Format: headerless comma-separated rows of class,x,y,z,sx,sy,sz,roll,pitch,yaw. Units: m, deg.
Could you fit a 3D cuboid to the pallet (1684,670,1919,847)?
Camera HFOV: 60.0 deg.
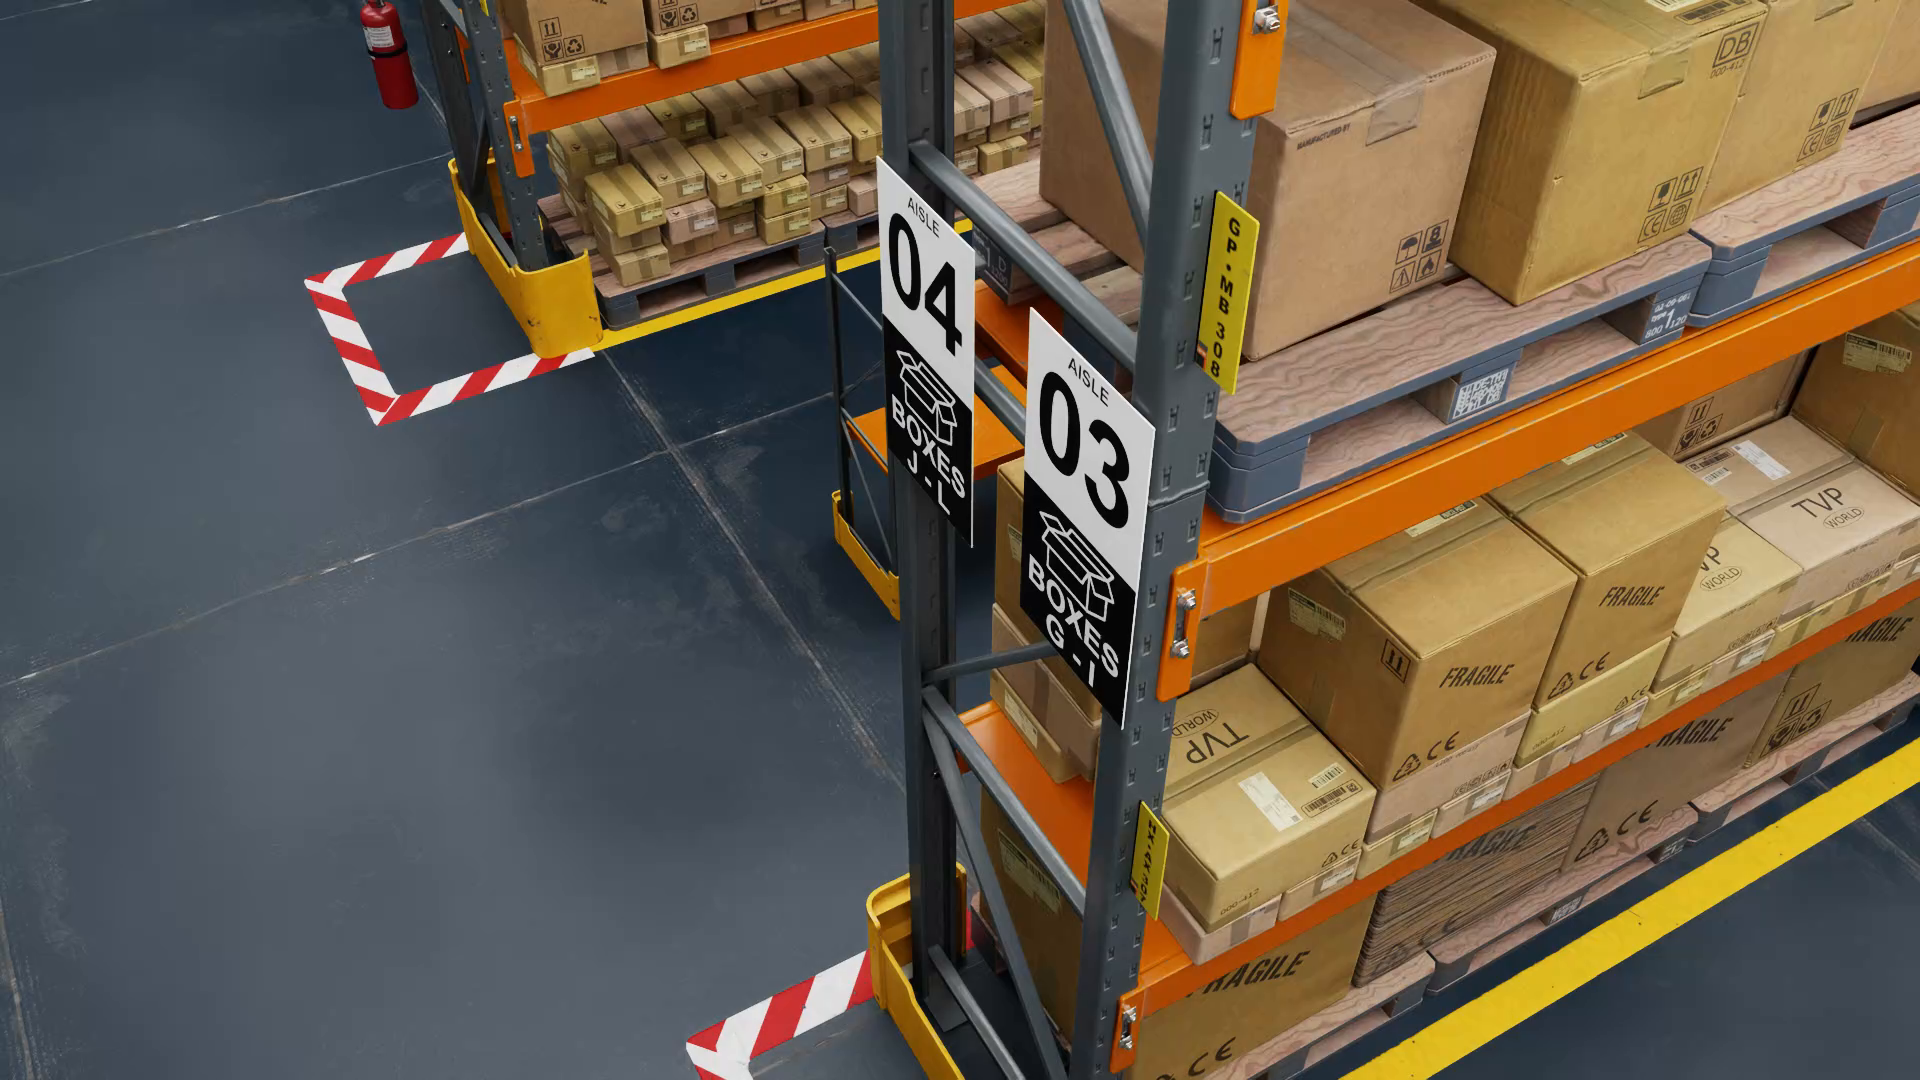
pallet,2.910,0.534,6.478,1.213,0.211,1.003,-22,48,-21

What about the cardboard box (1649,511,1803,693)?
cardboard box,2.026,0.107,4.809,0.500,0.250,0.500,-23,49,-22

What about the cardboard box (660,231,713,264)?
cardboard box,-1.443,-1.582,8.401,0.250,0.149,0.380,-22,48,-21

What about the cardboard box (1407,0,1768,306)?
cardboard box,1.113,-0.929,3.384,0.500,0.500,0.700,-24,49,-22

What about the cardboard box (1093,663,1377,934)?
cardboard box,0.691,0.648,4.252,0.500,0.250,0.500,-23,49,-22

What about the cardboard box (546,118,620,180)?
cardboard box,-1.910,-2.003,8.408,0.250,0.149,0.380,-21,48,-20

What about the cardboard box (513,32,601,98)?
cardboard box,-1.799,-2.150,7.421,0.250,0.149,0.380,-22,48,-21

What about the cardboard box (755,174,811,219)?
cardboard box,-0.950,-1.809,8.422,0.250,0.149,0.380,-20,48,-20

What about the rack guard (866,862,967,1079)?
rack guard,0.120,1.610,5.161,0.348,0.500,1.175,-22,48,-21

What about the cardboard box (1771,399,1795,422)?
cardboard box,2.637,-0.562,5.499,0.500,0.250,0.500,-22,48,-21

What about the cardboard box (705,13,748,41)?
cardboard box,-1.182,-2.497,7.779,0.250,0.149,0.380,-20,47,-19

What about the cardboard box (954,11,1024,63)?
cardboard box,0.146,-2.779,9.207,0.250,0.149,0.380,-23,49,-22

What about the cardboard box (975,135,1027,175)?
cardboard box,0.158,-2.140,8.976,0.250,0.149,0.380,-22,48,-21

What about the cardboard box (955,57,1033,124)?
cardboard box,0.180,-2.378,8.794,0.250,0.149,0.380,-24,49,-23

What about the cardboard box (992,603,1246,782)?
cardboard box,0.428,0.323,4.587,0.500,0.250,0.500,-23,48,-22

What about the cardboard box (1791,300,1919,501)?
cardboard box,2.907,-0.513,4.910,0.500,0.500,0.500,-21,48,-21

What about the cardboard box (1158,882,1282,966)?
cardboard box,0.613,0.871,4.309,0.250,0.149,0.380,-21,48,-21

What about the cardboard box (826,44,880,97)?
cardboard box,-0.544,-2.533,8.954,0.250,0.149,0.380,-22,48,-21

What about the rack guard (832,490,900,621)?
rack guard,-0.366,0.057,6.942,0.087,0.250,0.587,-22,48,-21

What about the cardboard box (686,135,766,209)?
cardboard box,-1.158,-1.822,8.221,0.250,0.149,0.380,-22,48,-21

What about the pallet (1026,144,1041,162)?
pallet,0.661,-2.458,9.561,1.213,0.211,1.003,-22,48,-21

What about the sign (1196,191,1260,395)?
sign,0.412,-0.377,2.575,0.005,0.325,0.100,-22,48,-21

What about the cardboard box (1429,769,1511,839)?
cardboard box,1.282,0.601,4.587,0.250,0.149,0.380,-23,48,-22

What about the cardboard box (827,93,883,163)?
cardboard box,-0.488,-2.112,8.520,0.250,0.149,0.380,-21,48,-20

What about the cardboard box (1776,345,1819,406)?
cardboard box,2.635,-0.827,5.234,0.500,0.500,0.500,-22,48,-21

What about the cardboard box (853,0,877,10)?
cardboard box,-0.471,-2.722,8.011,0.250,0.149,0.380,-20,48,-20

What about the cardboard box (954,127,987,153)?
cardboard box,-0.061,-2.233,8.858,0.250,0.149,0.380,-24,49,-23

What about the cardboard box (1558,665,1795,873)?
cardboard box,2.216,0.422,5.815,0.875,0.875,0.875,-22,48,-21

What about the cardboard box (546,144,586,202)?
cardboard box,-1.927,-1.915,8.531,0.250,0.149,0.380,-23,49,-22

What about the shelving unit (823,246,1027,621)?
shelving unit,0.066,-0.565,6.684,1.083,1.500,0.587,-22,48,-21

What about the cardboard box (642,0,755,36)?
cardboard box,-1.265,-2.658,7.479,0.500,0.500,0.500,-22,48,-21

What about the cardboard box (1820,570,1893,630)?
cardboard box,2.615,0.068,5.136,0.250,0.149,0.380,-21,48,-20

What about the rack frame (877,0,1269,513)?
rack frame,0.140,-1.448,2.210,0.127,3.000,1.000,-22,48,-21

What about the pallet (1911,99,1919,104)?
pallet,2.894,-1.450,4.430,1.213,0.211,1.003,-22,48,-21

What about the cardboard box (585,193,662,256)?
cardboard box,-1.661,-1.587,8.192,0.250,0.149,0.380,-20,48,-19

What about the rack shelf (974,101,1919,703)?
rack shelf,1.875,-0.808,4.220,4.000,0.370,1.077,-22,48,-21

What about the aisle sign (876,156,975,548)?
aisle sign,-0.071,-0.384,3.555,0.004,0.787,0.394,-22,48,-21

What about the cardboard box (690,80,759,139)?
cardboard box,-1.246,-2.274,8.687,0.250,0.149,0.380,-24,49,-22

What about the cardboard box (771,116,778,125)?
cardboard box,-1.035,-2.284,8.911,0.250,0.149,0.380,-21,48,-20

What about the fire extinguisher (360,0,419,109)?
fire extinguisher,-2.691,-2.355,7.776,0.183,0.674,0.296,-22,48,-21

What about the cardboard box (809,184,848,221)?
cardboard box,-0.781,-1.841,8.668,0.250,0.149,0.380,-22,48,-21

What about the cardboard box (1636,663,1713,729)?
cardboard box,1.946,0.336,4.859,0.250,0.149,0.380,-23,49,-22
